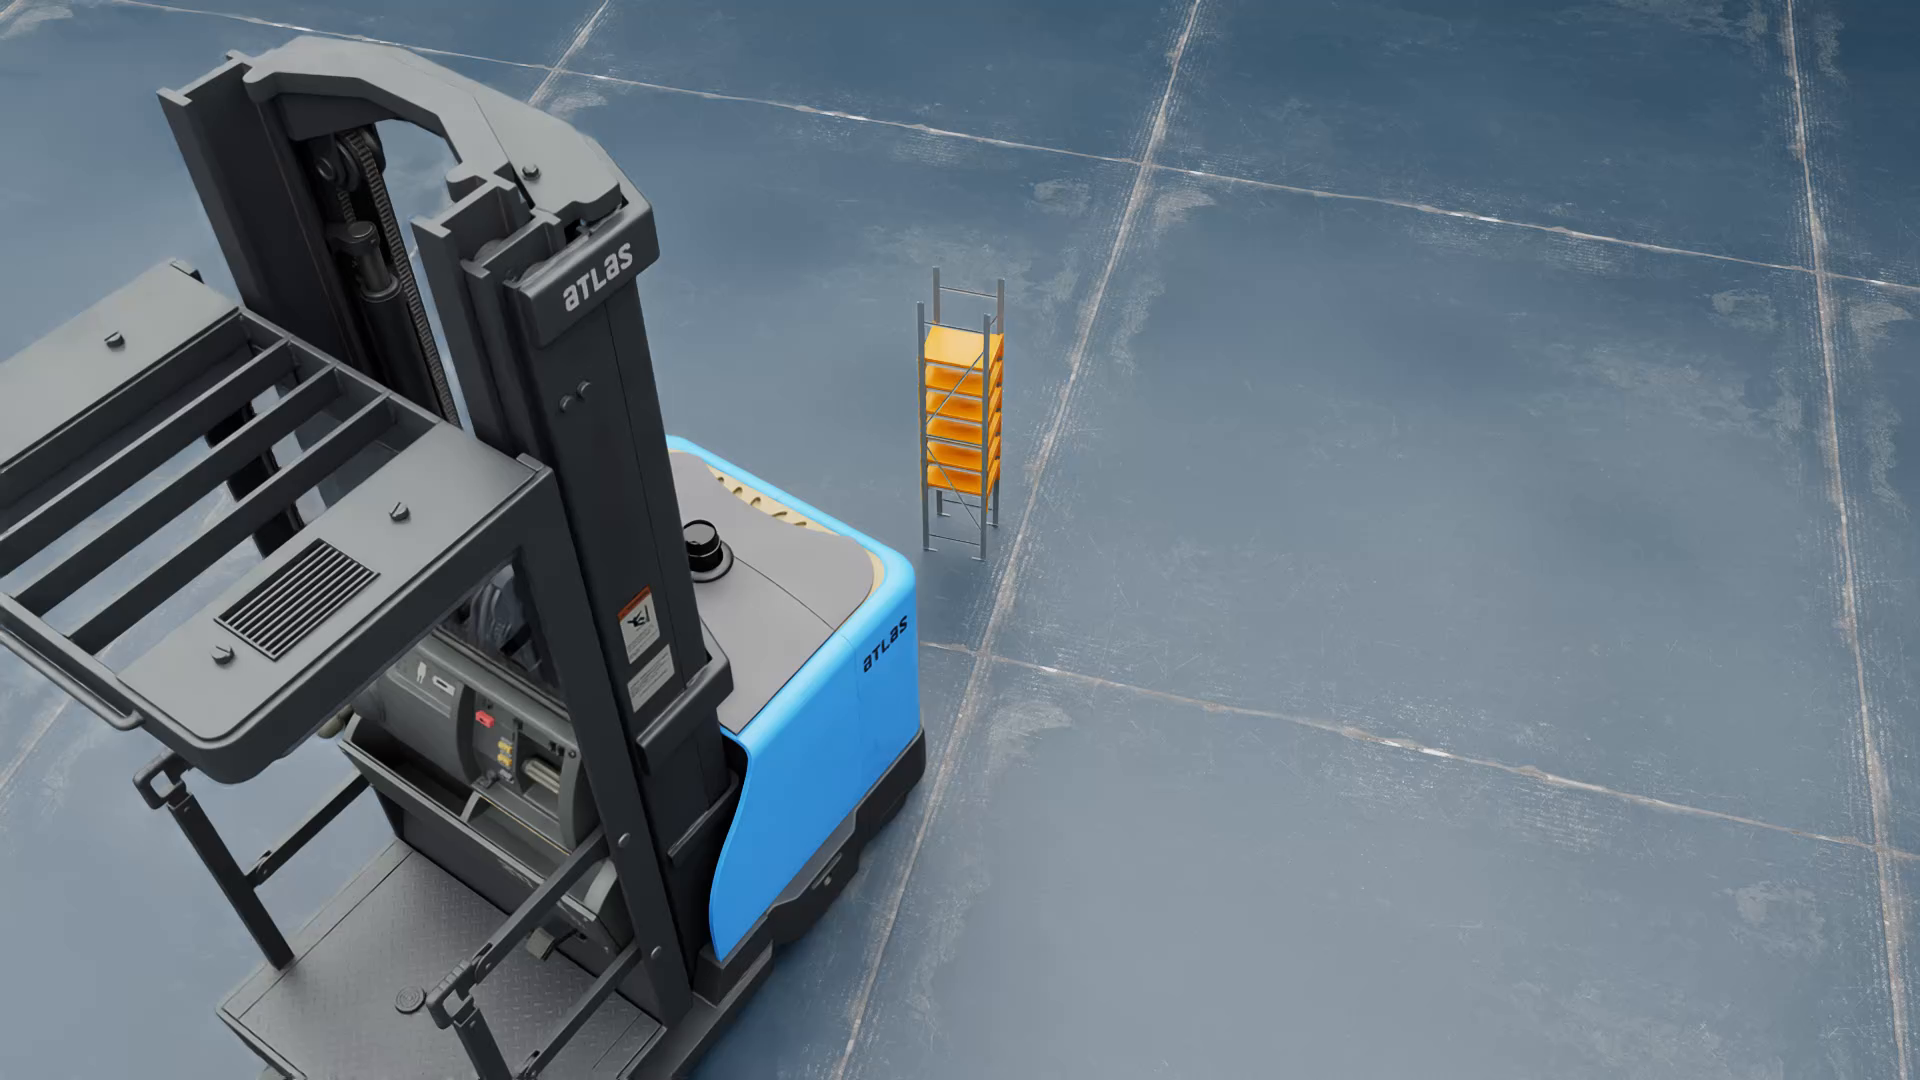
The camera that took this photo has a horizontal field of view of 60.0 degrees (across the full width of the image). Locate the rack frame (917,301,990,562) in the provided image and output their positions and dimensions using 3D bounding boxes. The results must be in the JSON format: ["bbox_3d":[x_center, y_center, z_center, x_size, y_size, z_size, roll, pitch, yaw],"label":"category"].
[{"bbox_3d":[-0.020,-0.341,5.751,0.240,1.200,0.006,12,50,10],"label":"rack frame"}]

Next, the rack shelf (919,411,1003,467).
[{"bbox_3d":[0.004,-0.378,5.843,0.258,0.103,0.180,12,50,10],"label":"rack shelf"}]

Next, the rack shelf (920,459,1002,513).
[{"bbox_3d":[0.004,-0.219,6.023,0.258,0.103,0.180,12,50,10],"label":"rack shelf"}]

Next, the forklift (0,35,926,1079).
[{"bbox_3d":[-1.364,0.508,3.847,1.130,2.935,3.031,27,54,22],"label":"forklift"}]

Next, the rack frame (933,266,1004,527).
[{"bbox_3d":[0.028,-0.474,5.868,0.240,1.200,0.006,12,50,10],"label":"rack frame"}]

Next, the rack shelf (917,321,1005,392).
[{"bbox_3d":[0.004,-0.616,5.573,0.258,0.103,0.180,12,50,10],"label":"rack shelf"}]

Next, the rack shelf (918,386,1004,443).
[{"bbox_3d":[0.004,-0.458,5.753,0.258,0.103,0.180,12,50,10],"label":"rack shelf"}]

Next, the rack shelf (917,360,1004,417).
[{"bbox_3d":[0.004,-0.537,5.663,0.258,0.103,0.180,12,50,10],"label":"rack shelf"}]

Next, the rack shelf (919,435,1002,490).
[{"bbox_3d":[0.004,-0.299,5.933,0.258,0.103,0.180,12,50,10],"label":"rack shelf"}]

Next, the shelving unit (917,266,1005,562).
[{"bbox_3d":[0.004,-0.408,5.809,0.258,1.200,0.189,12,50,10],"label":"shelving unit"}]
